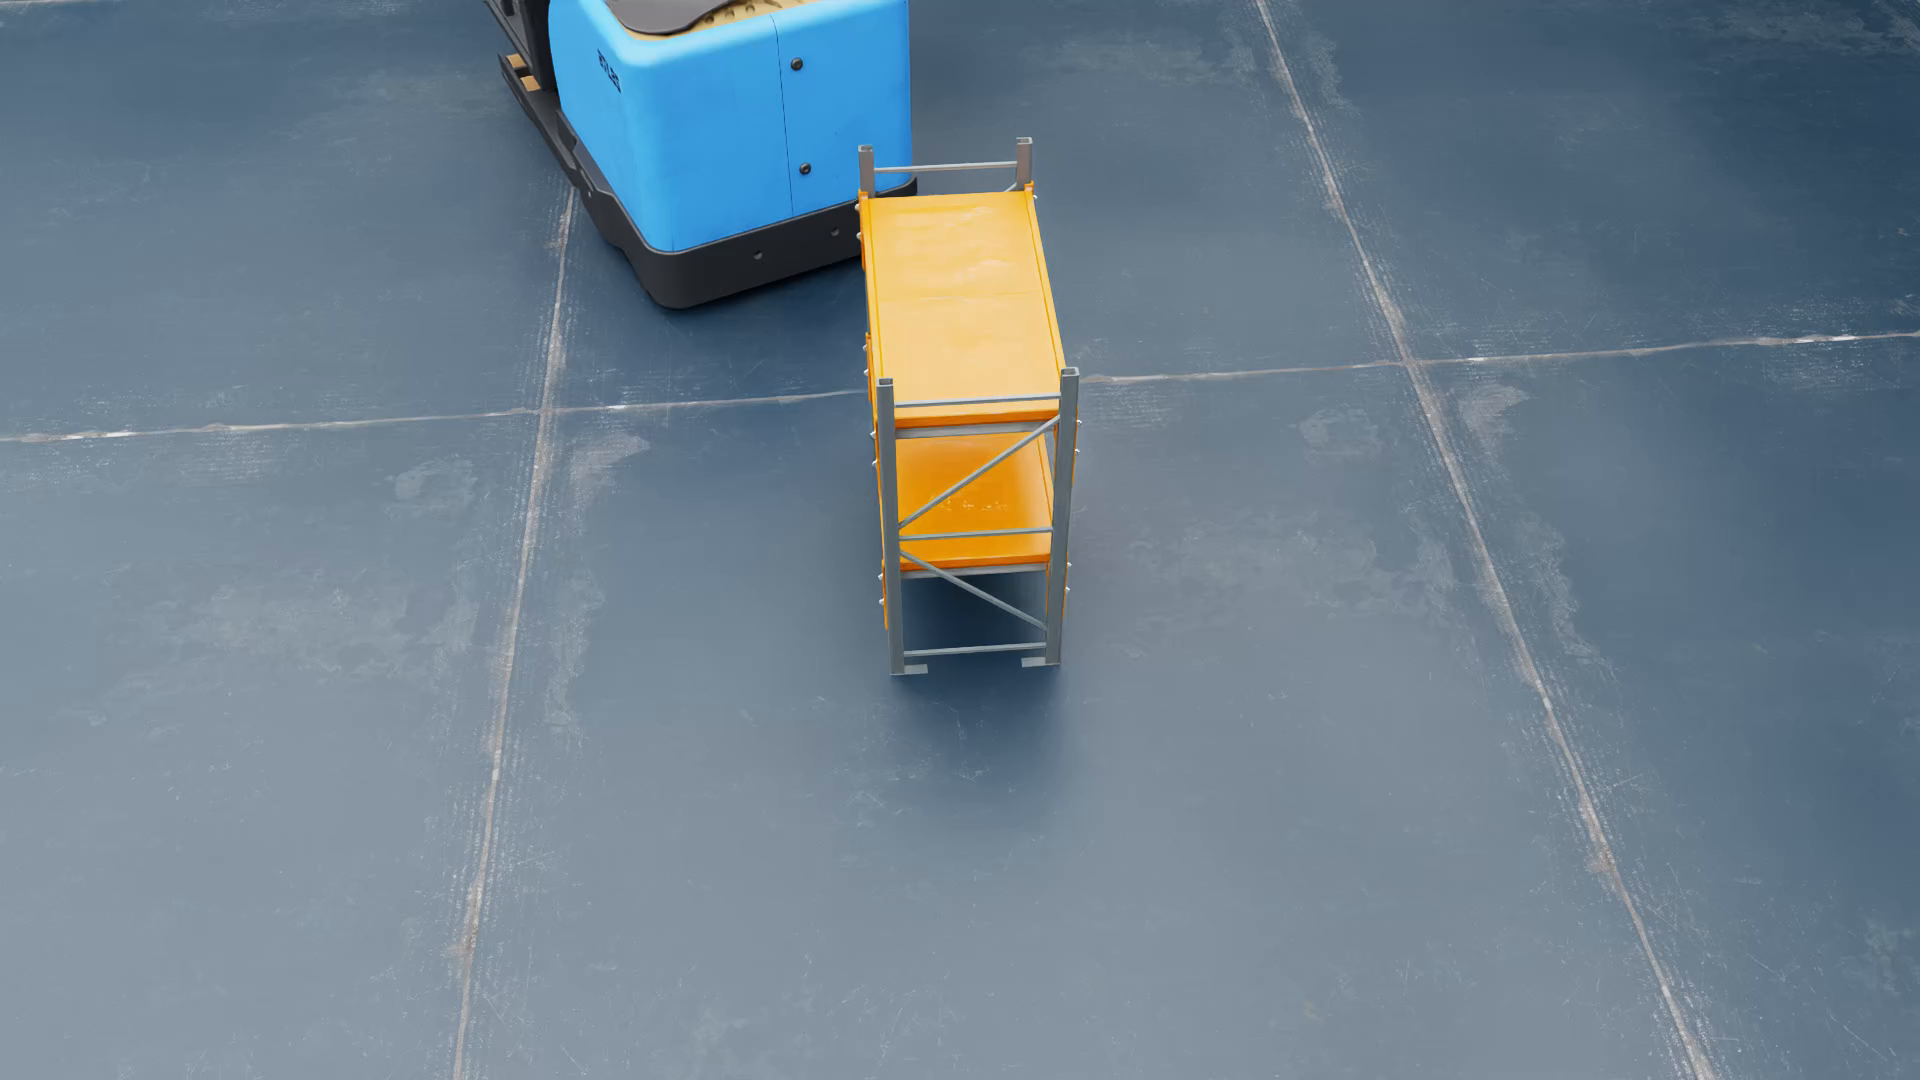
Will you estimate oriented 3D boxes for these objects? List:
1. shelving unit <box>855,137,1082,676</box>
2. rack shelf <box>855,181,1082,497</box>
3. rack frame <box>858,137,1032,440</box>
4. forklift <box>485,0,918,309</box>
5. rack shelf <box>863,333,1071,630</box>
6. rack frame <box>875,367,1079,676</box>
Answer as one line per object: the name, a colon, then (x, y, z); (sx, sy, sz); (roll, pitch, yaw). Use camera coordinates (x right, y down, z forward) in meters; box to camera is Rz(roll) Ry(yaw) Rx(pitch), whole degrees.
shelving unit: (0.001, -0.382, 4.837); (0.538, 1.125, 1.048); (-3, 47, -3)
rack shelf: (0.001, -0.583, 4.624); (0.538, 0.278, 1.000); (-3, 47, -3)
rack frame: (-0.042, -0.750, 5.185); (0.500, 1.125, 0.032); (-3, 47, -3)
forklift: (-1.282, -2.908, 5.985); (1.130, 2.935, 3.031); (-21, 50, -18)
rack shelf: (0.001, -0.214, 5.014); (0.538, 0.278, 1.000); (-3, 47, -3)
rack frame: (0.043, -0.014, 4.489); (0.500, 1.125, 0.032); (-3, 47, -3)
